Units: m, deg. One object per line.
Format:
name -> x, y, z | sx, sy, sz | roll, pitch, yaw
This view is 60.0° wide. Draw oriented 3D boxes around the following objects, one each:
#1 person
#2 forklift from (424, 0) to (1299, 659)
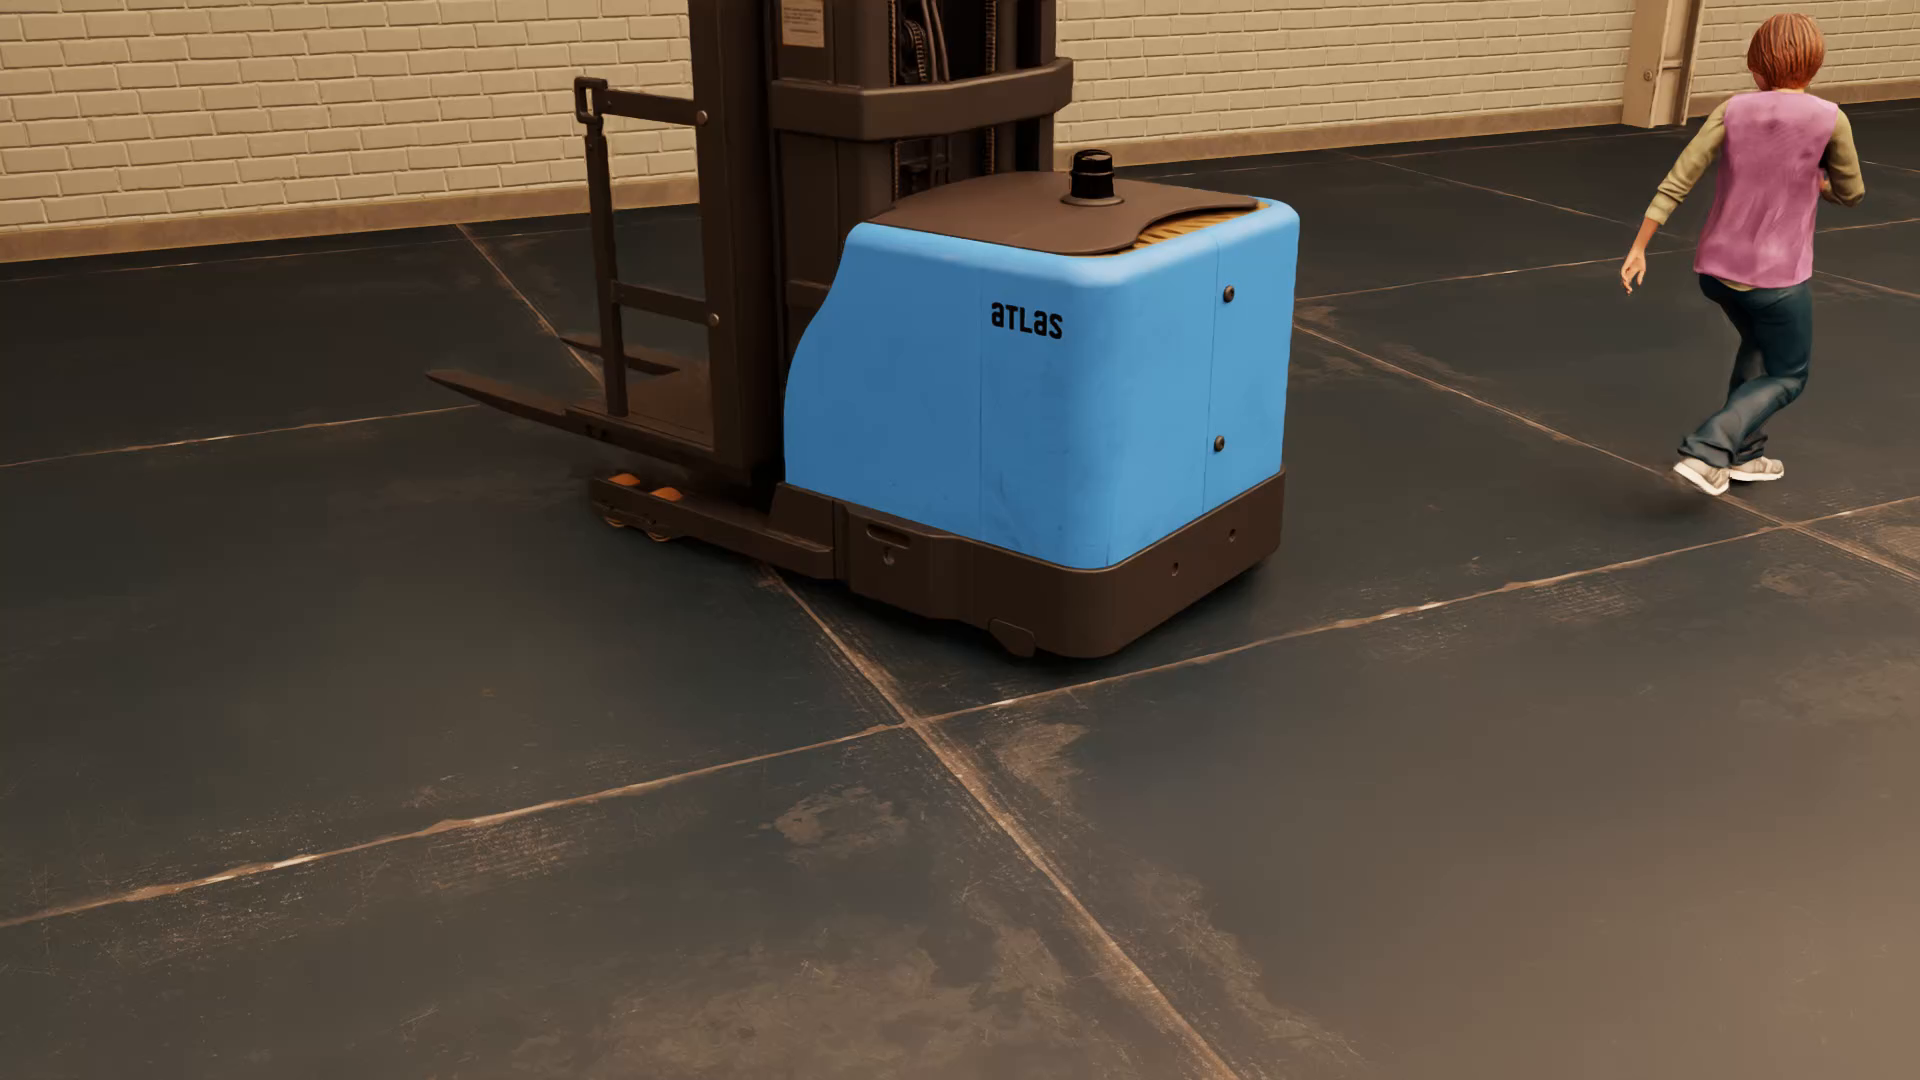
person -> 2.482, -0.861, 5.228 | 0.719, 1.523, 0.465 | -14, 27, -31
forklift -> -0.531, -1.488, 4.869 | 3.031, 2.935, 1.130 | 17, 28, 35
